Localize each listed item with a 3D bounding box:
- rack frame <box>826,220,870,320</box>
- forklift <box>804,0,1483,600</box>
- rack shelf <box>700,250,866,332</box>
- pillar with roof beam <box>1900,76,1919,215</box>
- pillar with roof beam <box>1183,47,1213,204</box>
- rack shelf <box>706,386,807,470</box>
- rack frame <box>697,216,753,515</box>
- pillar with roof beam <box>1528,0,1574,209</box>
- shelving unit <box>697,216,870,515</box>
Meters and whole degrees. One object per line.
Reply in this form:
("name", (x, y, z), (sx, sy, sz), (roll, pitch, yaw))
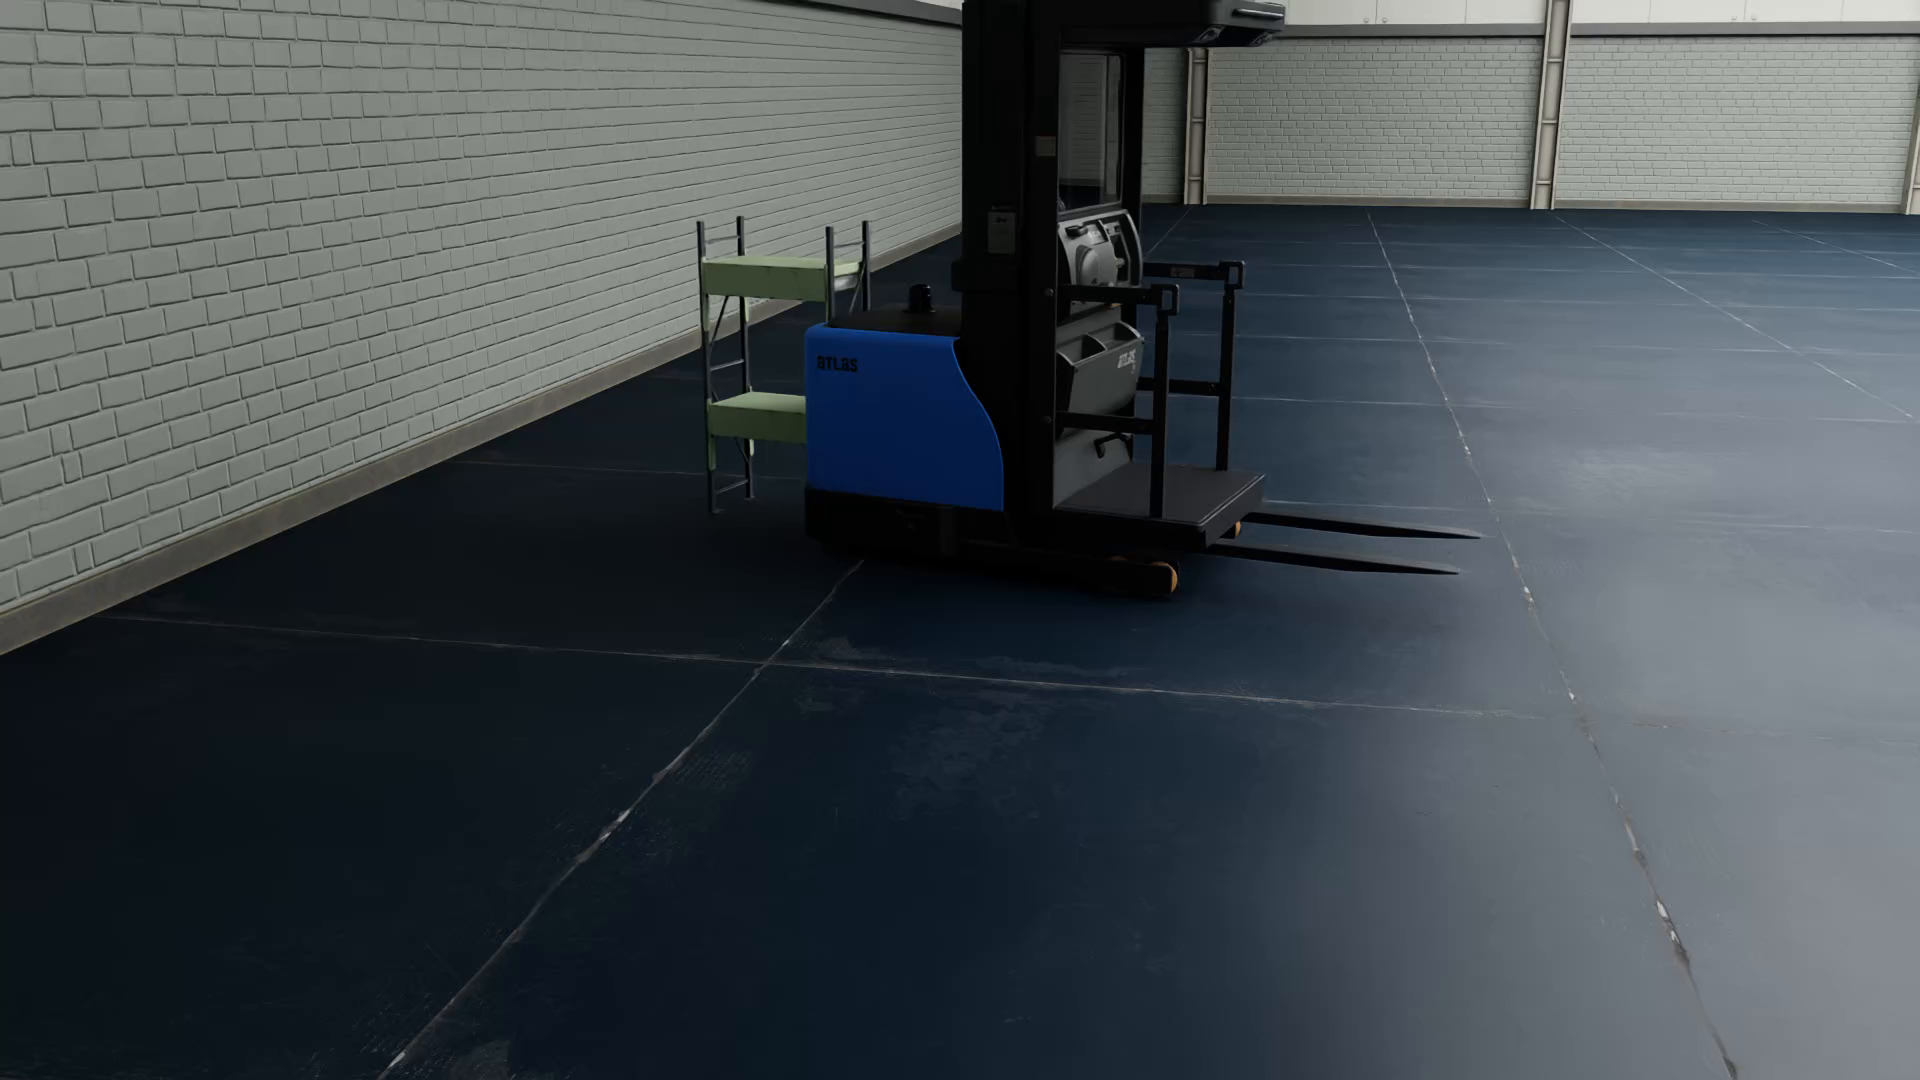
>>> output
("rack frame", (-0.547, -0.820, 8.304), (0.023, 1.500, 0.400), (7, 17, 24))
("forklift", (0.818, -1.314, 7.408), (3.031, 2.935, 1.130), (7, 17, 24))
("rack shelf", (-0.878, -1.237, 8.349), (0.720, 0.370, 0.431), (7, 17, 24))
("pillar with roof beam", (15.173, -8.683, 22.643), (0.400, 9.000, 9.100), (3, 16, 11))
("pillar with roof beam", (3.414, -9.321, 24.948), (0.400, 9.000, 9.100), (3, 16, 11))
("rack shelf", (-0.878, -0.547, 8.541), (0.720, 0.370, 0.431), (7, 17, 24))
("rack frame", (-1.210, -0.902, 8.603), (0.023, 1.500, 0.400), (7, 17, 24))
("pillar with roof beam", (9.293, -9.002, 23.796), (0.400, 9.000, 9.100), (3, 16, 11))
("shelving unit", (-0.878, -0.861, 8.454), (0.755, 1.500, 0.431), (7, 17, 24))
